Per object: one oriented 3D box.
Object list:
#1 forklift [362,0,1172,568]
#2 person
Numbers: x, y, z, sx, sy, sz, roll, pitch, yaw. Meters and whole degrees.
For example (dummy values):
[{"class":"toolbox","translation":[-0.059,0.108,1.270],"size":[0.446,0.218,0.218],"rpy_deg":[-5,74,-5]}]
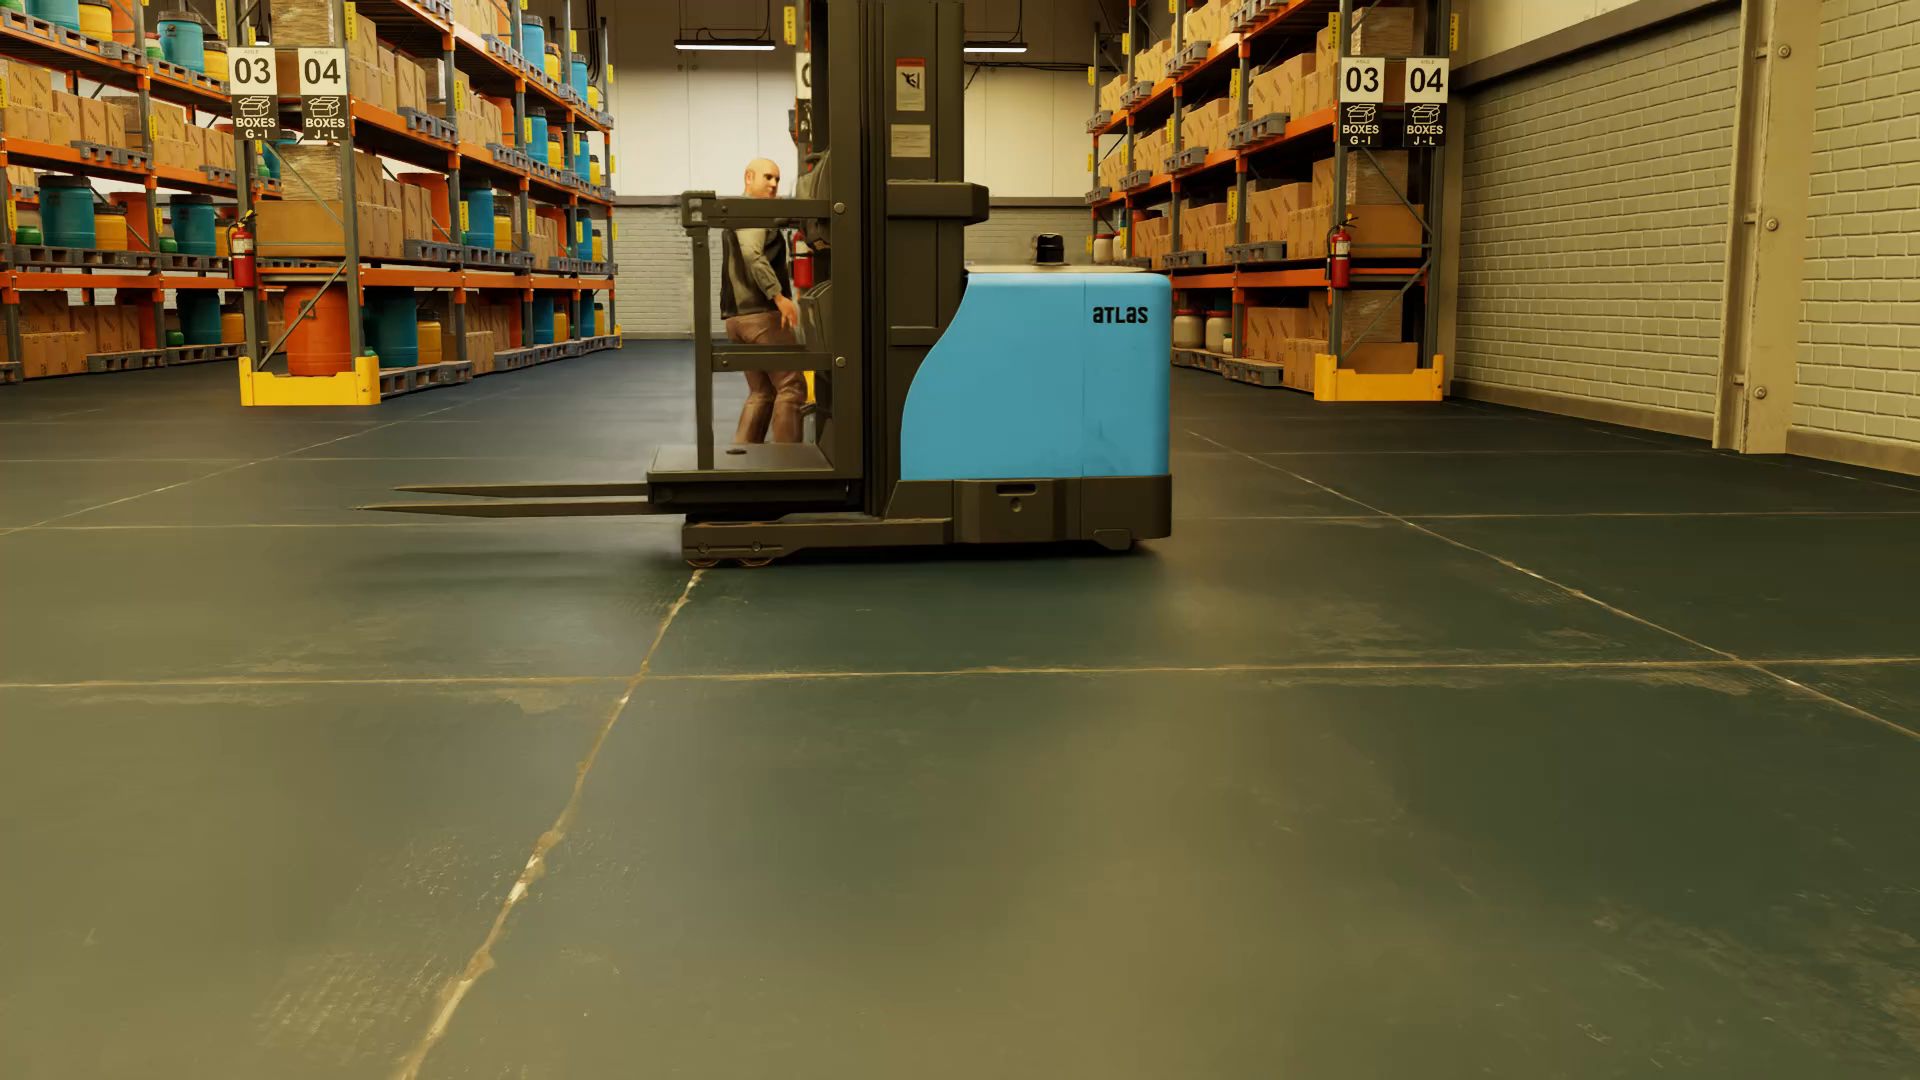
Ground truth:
[{"class":"forklift","translation":[-0.743,-1.429,6.454],"size":[3.031,2.935,1.130],"rpy_deg":[-1,9,-8]},{"class":"person","translation":[-1.008,-1.156,8.811],"size":[0.513,1.704,0.731],"rpy_deg":[-4,9,-27]}]
